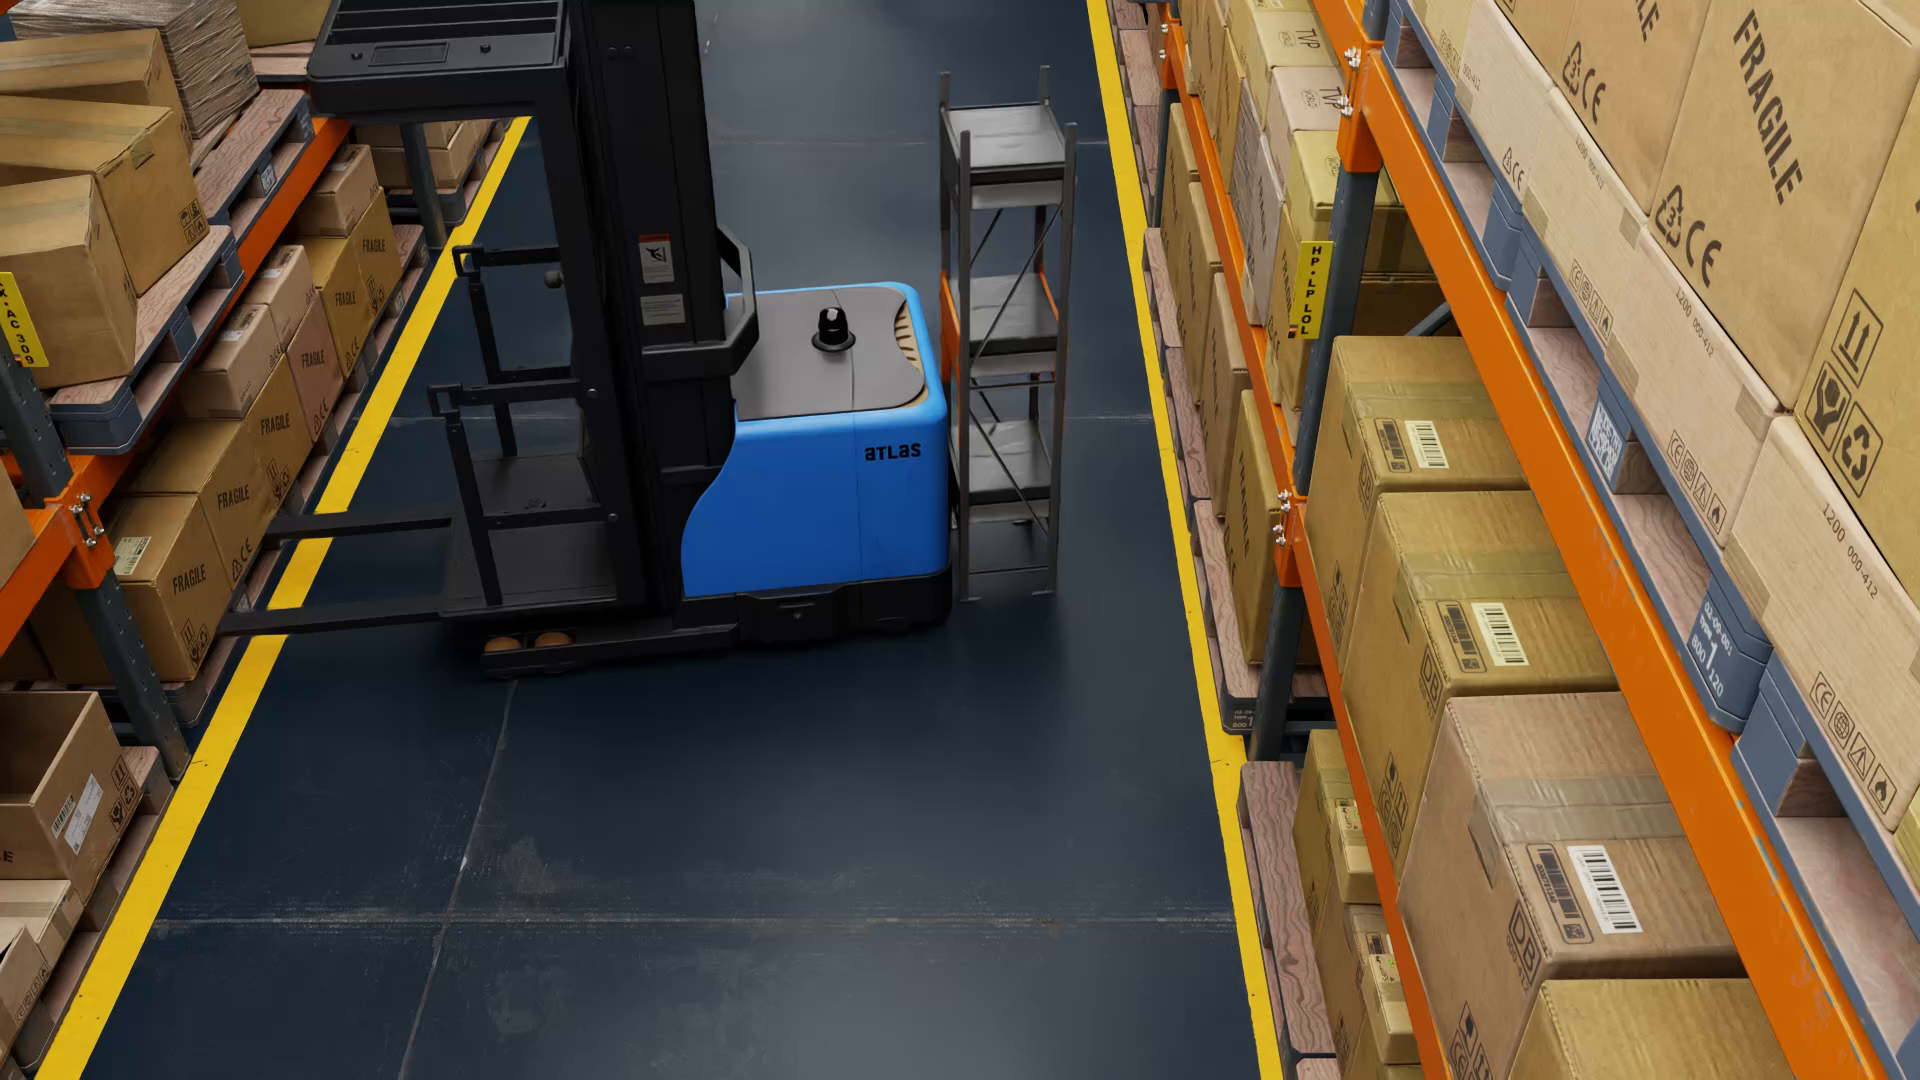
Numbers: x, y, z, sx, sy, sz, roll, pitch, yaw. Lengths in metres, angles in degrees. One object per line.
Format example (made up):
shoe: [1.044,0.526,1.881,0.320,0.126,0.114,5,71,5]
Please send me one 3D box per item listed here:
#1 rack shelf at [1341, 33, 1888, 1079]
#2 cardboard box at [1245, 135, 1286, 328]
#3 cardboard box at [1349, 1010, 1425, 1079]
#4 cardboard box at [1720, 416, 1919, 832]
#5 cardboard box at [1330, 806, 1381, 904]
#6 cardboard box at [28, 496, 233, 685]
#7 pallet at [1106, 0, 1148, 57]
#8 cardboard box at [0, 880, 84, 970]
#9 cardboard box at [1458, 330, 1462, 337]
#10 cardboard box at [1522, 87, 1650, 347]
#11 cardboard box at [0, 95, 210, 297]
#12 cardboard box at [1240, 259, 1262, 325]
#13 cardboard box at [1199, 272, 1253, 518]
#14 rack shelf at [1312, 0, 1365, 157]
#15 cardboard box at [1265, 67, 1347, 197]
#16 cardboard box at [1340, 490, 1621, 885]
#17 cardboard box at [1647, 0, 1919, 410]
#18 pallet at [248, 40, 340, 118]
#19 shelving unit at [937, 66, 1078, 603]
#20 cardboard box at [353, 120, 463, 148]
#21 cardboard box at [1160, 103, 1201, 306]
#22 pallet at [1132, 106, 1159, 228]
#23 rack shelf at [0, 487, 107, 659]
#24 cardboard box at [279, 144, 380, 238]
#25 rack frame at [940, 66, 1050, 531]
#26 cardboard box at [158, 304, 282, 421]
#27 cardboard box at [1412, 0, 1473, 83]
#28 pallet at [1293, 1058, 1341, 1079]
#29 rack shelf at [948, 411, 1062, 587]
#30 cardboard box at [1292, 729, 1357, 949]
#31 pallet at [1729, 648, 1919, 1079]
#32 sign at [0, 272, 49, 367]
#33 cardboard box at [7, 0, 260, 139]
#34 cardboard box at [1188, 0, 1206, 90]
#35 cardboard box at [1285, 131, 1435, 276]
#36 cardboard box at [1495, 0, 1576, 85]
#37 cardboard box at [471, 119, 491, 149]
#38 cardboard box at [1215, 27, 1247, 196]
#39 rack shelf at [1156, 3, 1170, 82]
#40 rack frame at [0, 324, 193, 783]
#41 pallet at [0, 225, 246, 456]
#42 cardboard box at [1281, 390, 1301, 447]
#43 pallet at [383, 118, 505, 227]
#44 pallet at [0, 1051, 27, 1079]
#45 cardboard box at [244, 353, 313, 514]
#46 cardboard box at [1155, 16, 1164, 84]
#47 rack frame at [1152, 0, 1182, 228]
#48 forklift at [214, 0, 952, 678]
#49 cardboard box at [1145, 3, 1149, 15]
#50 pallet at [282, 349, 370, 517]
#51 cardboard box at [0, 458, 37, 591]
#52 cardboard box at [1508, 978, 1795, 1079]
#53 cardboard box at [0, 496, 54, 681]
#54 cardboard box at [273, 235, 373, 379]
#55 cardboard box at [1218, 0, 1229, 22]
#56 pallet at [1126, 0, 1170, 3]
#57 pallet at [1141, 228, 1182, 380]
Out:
rack shelf: [1.581,0.041,2.977,1.077,0.370,4.000,0,39,0]
cardboard box: [1.315,-1.090,5.878,0.500,0.500,0.500,0,39,0]
cardboard box: [1.472,1.594,4.525,0.700,0.500,0.500,1,39,1]
cardboard box: [1.315,0.083,2.053,0.500,0.250,0.500,-1,39,-2]
cardboard box: [1.294,0.920,4.847,0.380,0.149,0.250,1,39,1]
cardboard box: [-3.132,0.187,6.265,0.500,0.500,0.500,-2,39,-2]
pallet: [1.571,-3.748,11.758,1.003,0.211,1.213,0,39,0]
cardboard box: [-3.031,1.217,5.260,0.380,0.149,0.250,0,39,0]
cardboard box: [1.830,-0.771,5.479,0.500,0.500,0.500,-1,39,-2]
cardboard box: [1.310,-0.563,2.860,0.500,0.250,0.500,-1,39,-1]
cardboard box: [-3.216,-1.243,5.987,0.700,0.500,0.500,6,39,7]
cardboard box: [1.256,-0.926,6.192,0.380,0.149,0.250,0,39,0]
cardboard box: [1.444,-0.607,6.992,0.750,0.750,0.750,1,39,1]
rack shelf: [1.576,-2.460,6.098,1.077,0.370,4.000,0,39,0]
cardboard box: [1.331,-1.387,5.649,0.500,0.250,0.500,1,39,1]
cardboard box: [1.558,0.359,4.164,0.980,0.700,0.700,-1,39,-1]
cardboard box: [1.310,-0.523,2.210,0.500,0.500,0.500,-2,39,-2]
pallet: [-3.309,-2.317,7.896,1.213,0.211,1.003,0,39,0]
shelving unit: [0.163,-0.731,6.483,0.431,2.100,0.503,-5,39,-7]
cardboard box: [-3.087,-2.453,9.327,0.500,0.311,0.500,1,39,1]
cardboard box: [1.443,-1.686,8.339,0.750,0.750,0.750,-1,39,-1]
pallet: [1.574,-2.222,9.854,1.003,0.211,1.213,0,39,0]
rack shelf: [-3.373,1.217,3.908,1.077,0.370,4.000,0,39,0]
cardboard box: [-3.140,-1.684,8.001,0.500,0.250,0.500,1,39,2]
rack frame: [0.127,-0.882,6.672,0.400,2.100,0.015,-5,39,-7]
cardboard box: [-3.133,-0.731,6.811,0.500,0.250,0.500,0,39,0]
cardboard box: [1.315,-1.203,3.657,0.500,0.250,0.500,0,39,0]
pallet: [1.505,2.009,4.575,1.003,0.211,1.213,0,39,0]
rack shelf: [0.163,-0.174,6.930,0.431,0.518,0.480,-5,39,-7]
cardboard box: [1.477,0.959,5.317,0.700,0.500,0.500,0,39,1]
pallet: [1.572,0.582,1.798,1.003,0.211,1.213,0,39,0]
sign: [-2.833,-0.657,4.979,0.100,0.325,0.005,0,39,0]
cardboard box: [-3.457,-2.053,6.997,0.700,0.500,0.500,7,39,8]
cardboard box: [1.310,-2.353,7.454,0.500,0.500,0.500,1,39,1]
cardboard box: [1.322,-1.067,5.250,0.500,0.250,0.500,1,39,1]
cardboard box: [1.305,-1.160,3.005,0.500,0.500,0.500,-1,39,-1]
cardboard box: [-3.088,-2.548,9.894,0.500,0.250,0.500,-1,39,-1]
cardboard box: [1.317,-1.717,6.660,0.500,0.500,0.500,1,39,1]
rack shelf: [1.571,-3.791,10.158,1.077,0.370,4.000,0,39,0]
rack frame: [-3.375,-0.314,5.243,1.000,3.000,0.127,0,39,0]
pallet: [-3.267,-0.739,5.927,1.003,0.211,1.213,0,39,0]
cardboard box: [1.295,-0.441,5.586,0.380,0.149,0.250,0,39,0]
pallet: [-3.342,-2.242,9.879,1.003,0.211,1.213,0,39,0]
pallet: [-3.371,1.968,4.625,1.003,0.211,1.213,0,39,0]
cardboard box: [-3.137,-0.459,7.071,0.500,0.500,0.500,0,39,0]
cardboard box: [1.607,-3.101,10.368,0.700,0.500,0.500,0,39,0]
rack frame: [1.574,-2.821,8.372,1.000,3.000,0.127,0,39,0]
forklift: [-1.593,-0.952,6.094,3.031,2.935,1.130,-5,39,-7]
cardboard box: [1.637,-3.736,11.160,0.700,0.500,0.500,-1,39,-1]
pallet: [-3.418,-0.499,7.704,1.003,0.211,1.213,0,39,0]
cardboard box: [-3.118,-0.041,4.822,0.500,0.500,0.500,1,39,1]
cardboard box: [1.560,1.290,3.001,0.980,0.700,0.700,0,39,0]
cardboard box: [-3.663,0.181,6.272,0.500,0.500,0.500,0,39,0]
cardboard box: [-3.144,-1.103,7.875,0.500,0.500,0.500,-1,39,-2]
cardboard box: [1.322,-2.344,6.843,0.500,0.250,0.500,0,39,0]
pallet: [1.466,-3.192,8.988,1.213,0.211,1.003,0,39,0]
pallet: [1.499,-1.240,8.629,1.003,0.211,1.213,0,39,0]
